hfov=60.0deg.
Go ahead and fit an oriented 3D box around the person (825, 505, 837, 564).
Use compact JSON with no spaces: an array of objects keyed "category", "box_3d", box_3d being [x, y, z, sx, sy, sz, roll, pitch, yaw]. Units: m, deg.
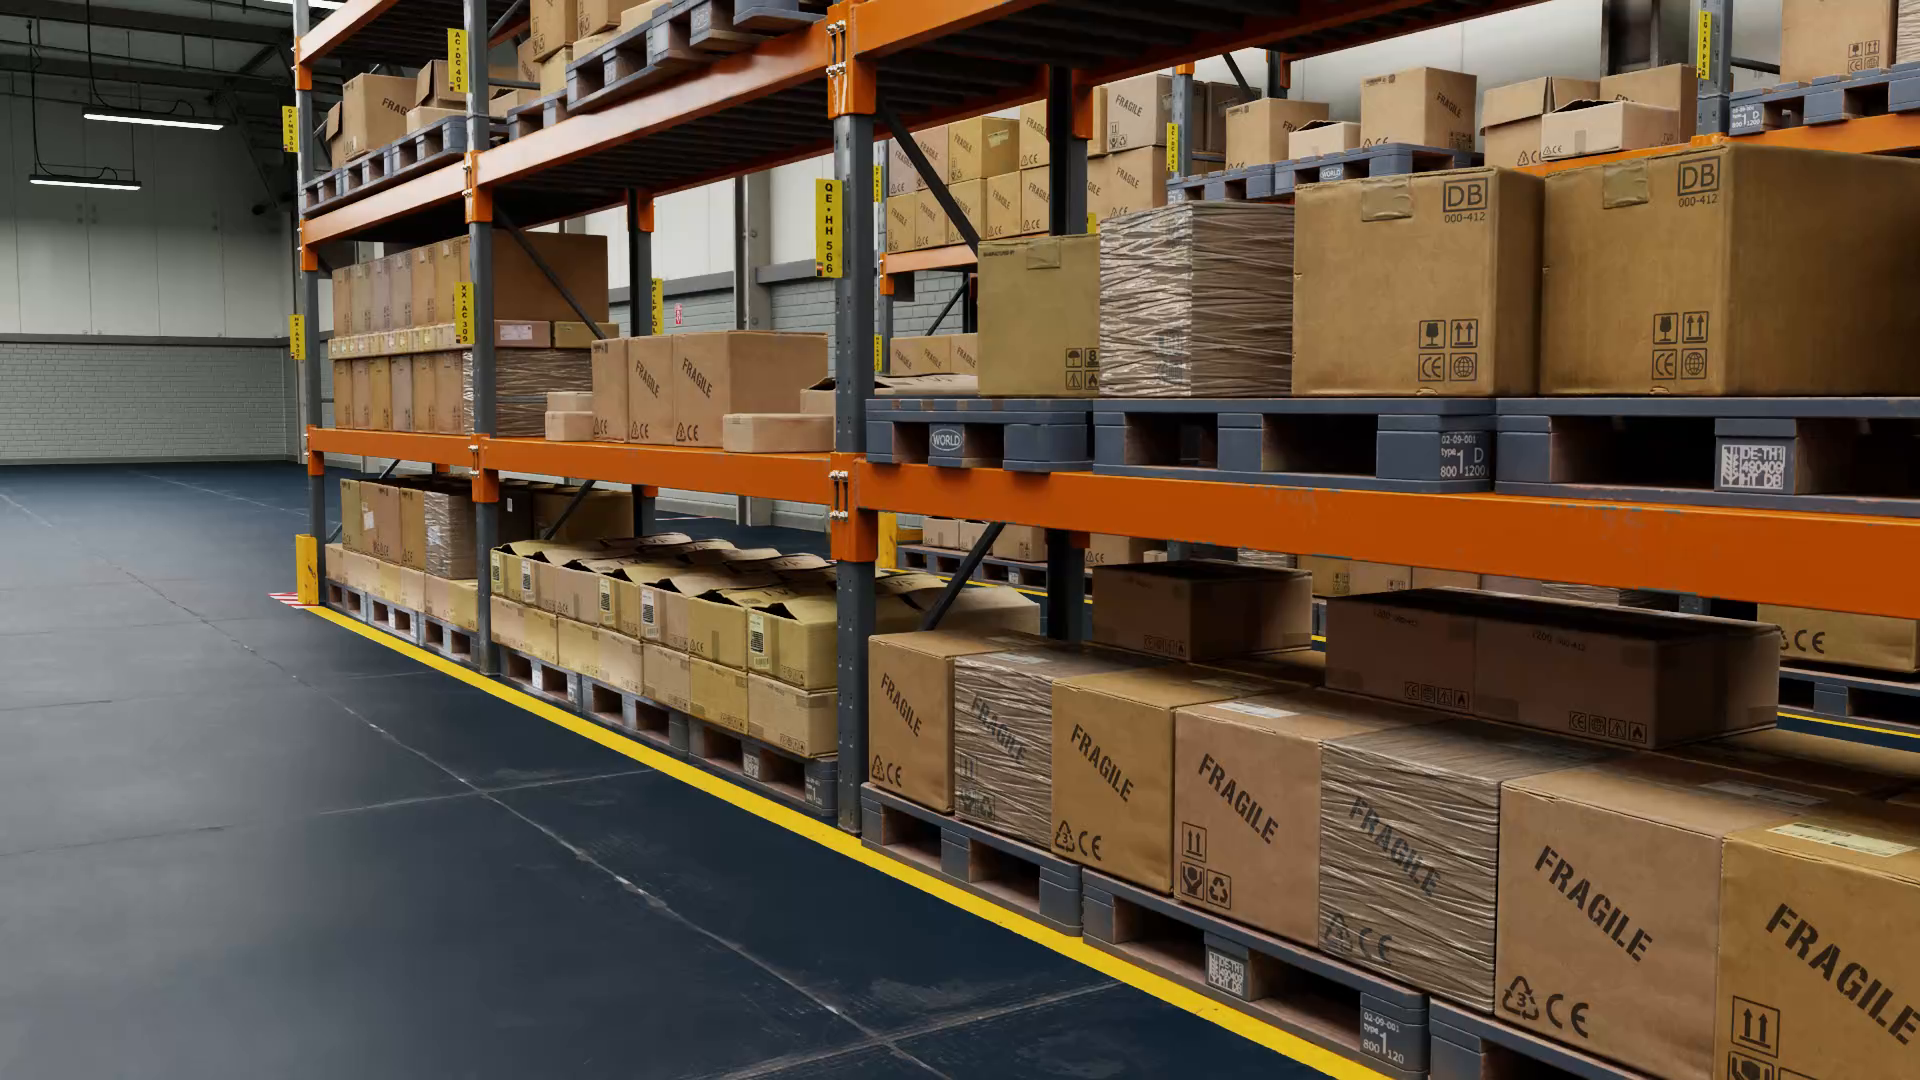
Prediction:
[{"category":"person","box_3d":[-0.840,-0.436,12.941,0.493,1.699,0.437,-1,5,-11]}]
